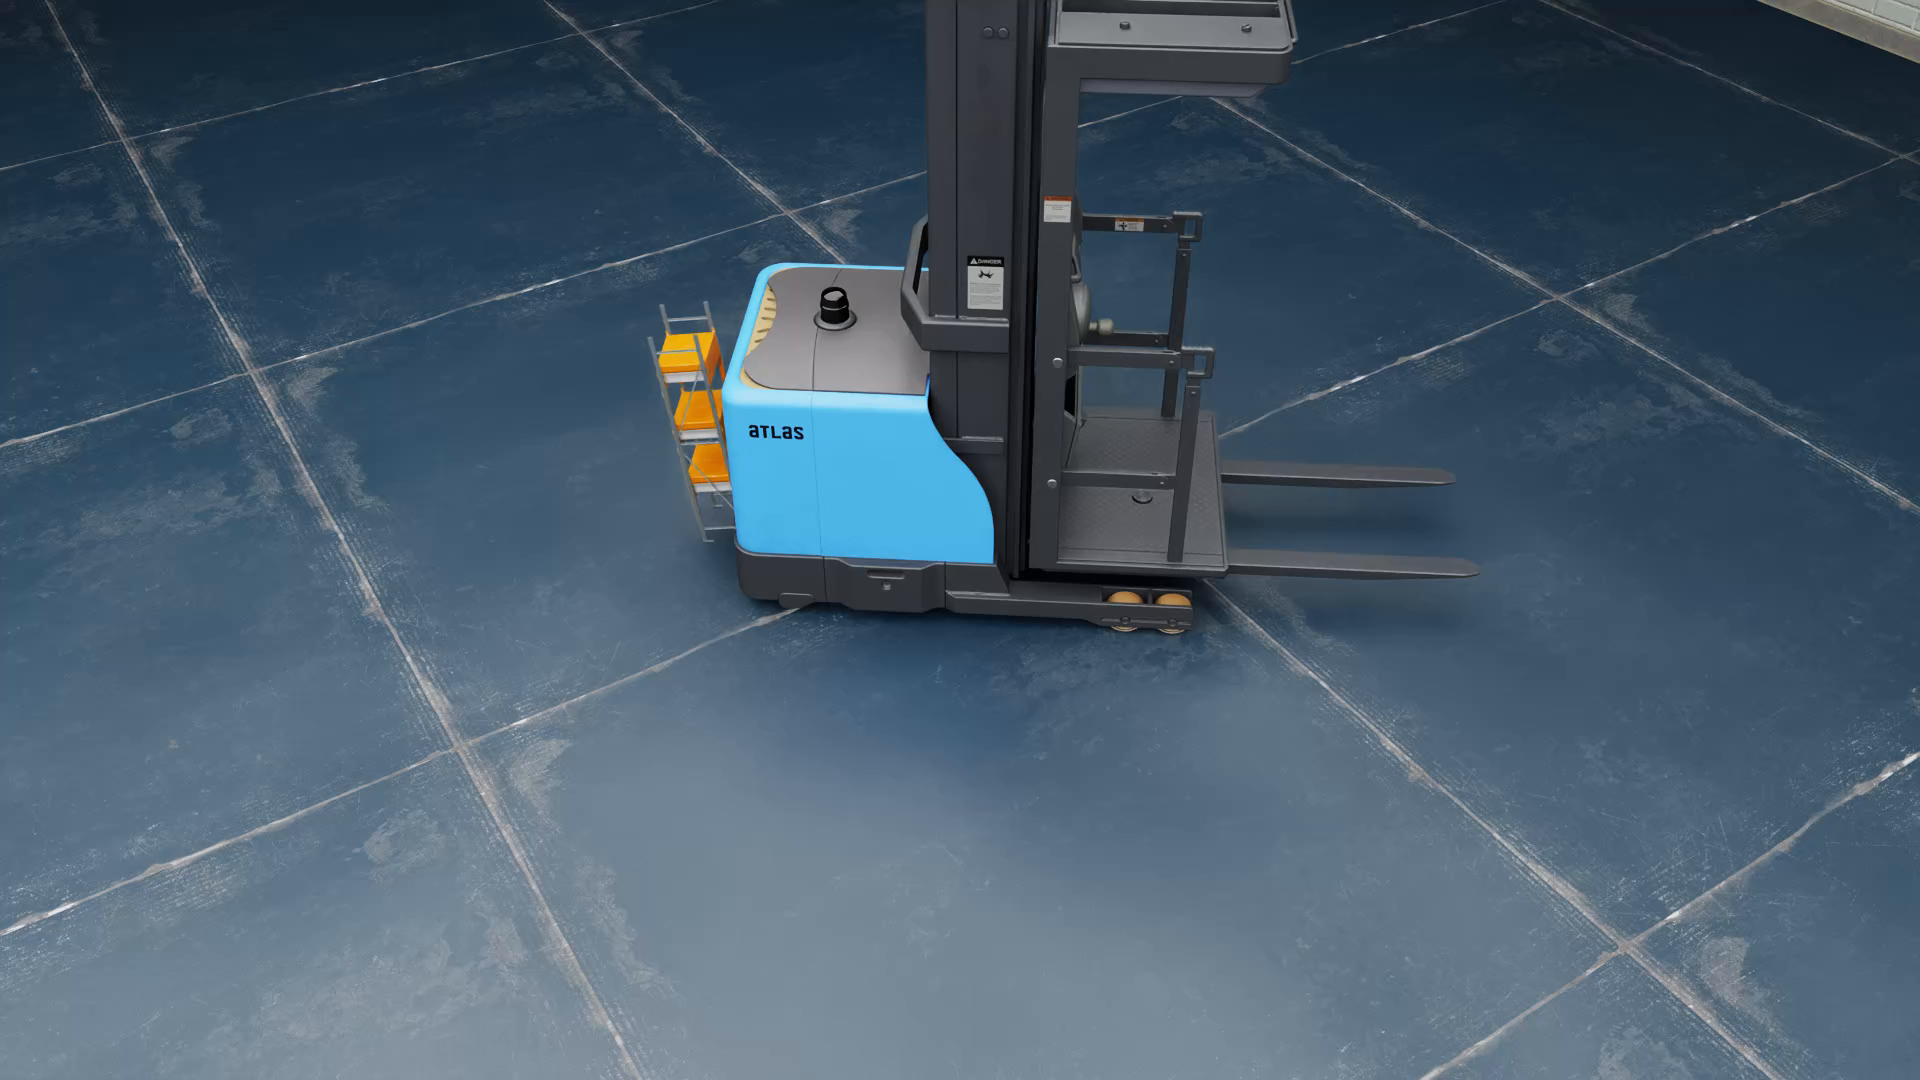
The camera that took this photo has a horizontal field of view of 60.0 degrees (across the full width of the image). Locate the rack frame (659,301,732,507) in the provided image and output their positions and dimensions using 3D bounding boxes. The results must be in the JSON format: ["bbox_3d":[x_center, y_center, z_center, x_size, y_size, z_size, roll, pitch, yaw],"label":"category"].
[{"bbox_3d":[-1.063,-0.557,7.083,0.200,1.050,0.008,-3,39,6],"label":"rack frame"}]

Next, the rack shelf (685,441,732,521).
[{"bbox_3d":[-1.037,-0.258,7.171,0.215,0.259,0.240,-3,39,6],"label":"rack shelf"}]

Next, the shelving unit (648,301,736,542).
[{"bbox_3d":[-1.069,-0.479,6.989,0.215,1.050,0.252,-3,39,6],"label":"shelving unit"}]

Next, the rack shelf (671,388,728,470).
[{"bbox_3d":[-1.068,-0.471,6.996,0.215,0.259,0.240,-3,39,6],"label":"rack shelf"}]

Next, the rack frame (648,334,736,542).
[{"bbox_3d":[-1.076,-0.401,6.895,0.200,1.050,0.008,-3,39,6],"label":"rack frame"}]

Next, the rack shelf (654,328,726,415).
[{"bbox_3d":[-1.100,-0.689,6.817,0.215,0.259,0.240,-3,39,6],"label":"rack shelf"}]

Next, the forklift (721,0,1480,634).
[{"bbox_3d":[0.621,-1.098,6.278,3.031,2.935,1.130,3,40,3],"label":"forklift"}]
